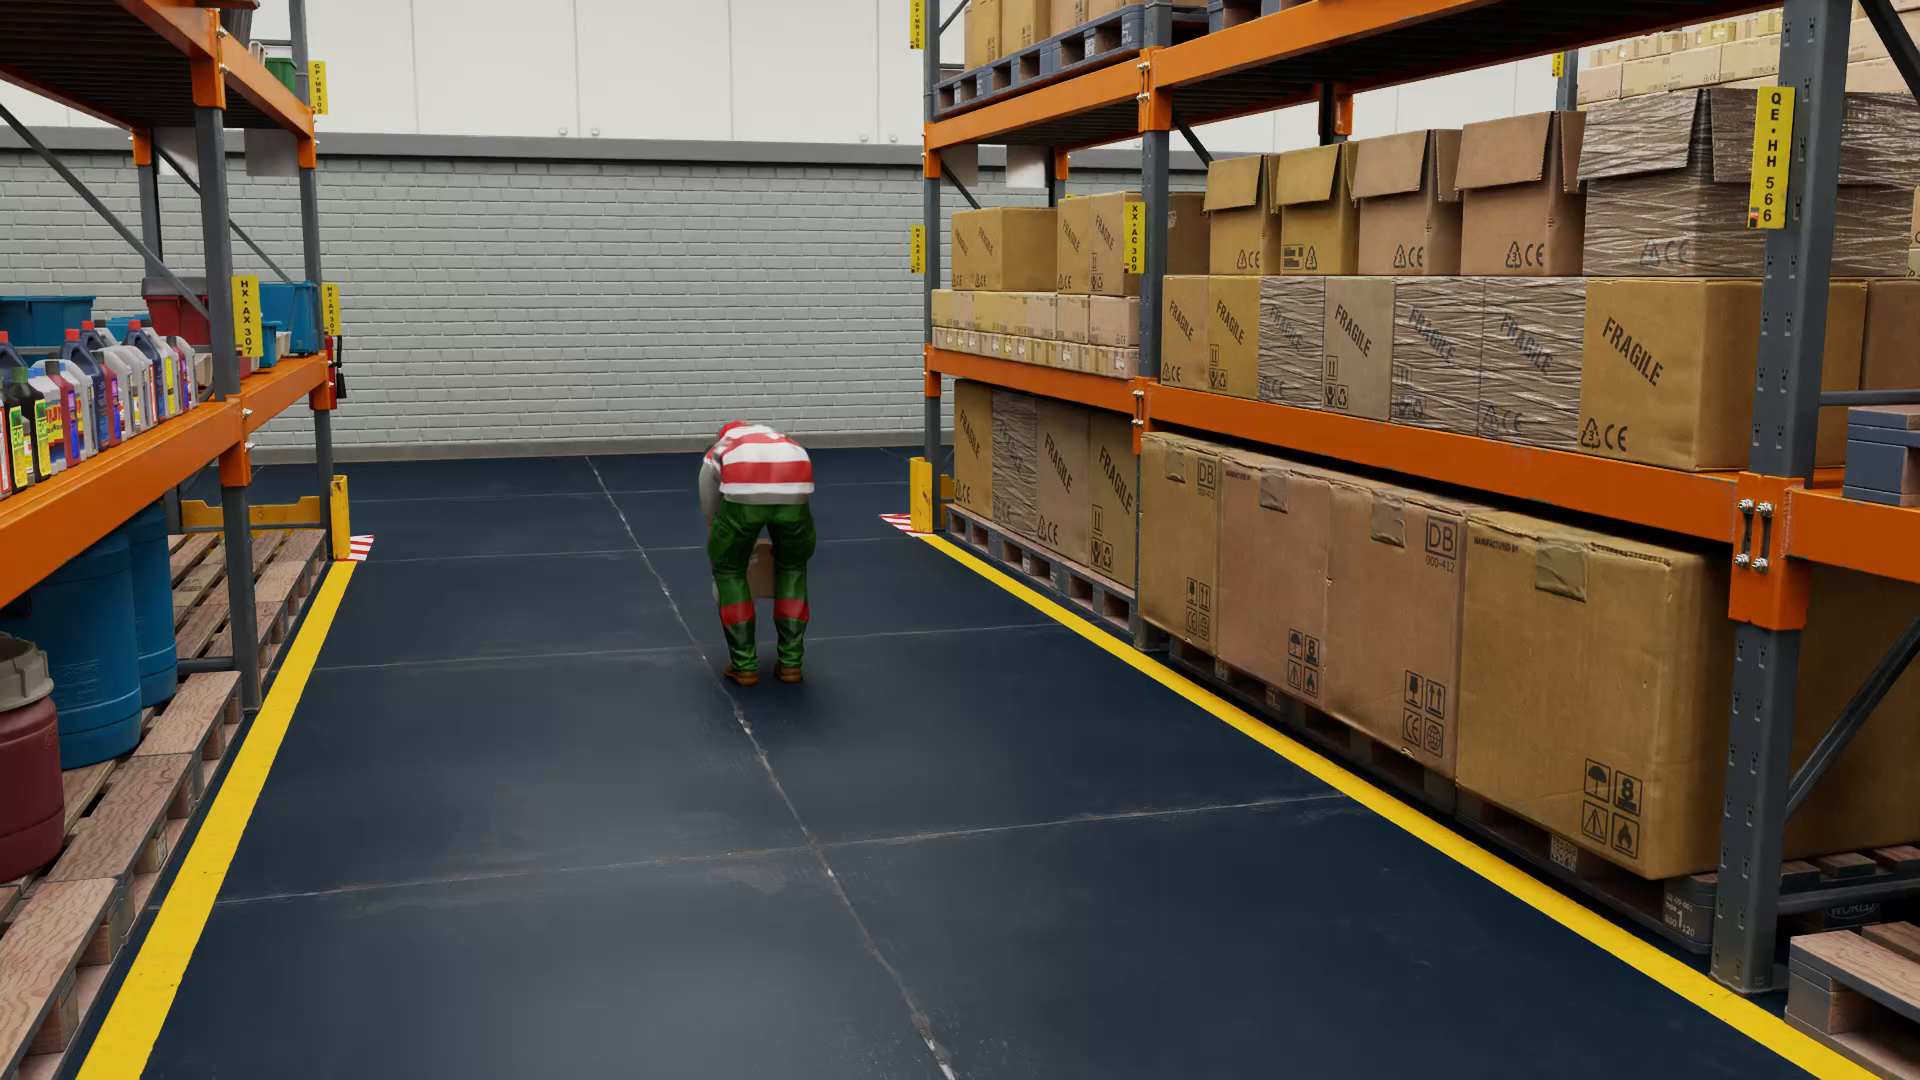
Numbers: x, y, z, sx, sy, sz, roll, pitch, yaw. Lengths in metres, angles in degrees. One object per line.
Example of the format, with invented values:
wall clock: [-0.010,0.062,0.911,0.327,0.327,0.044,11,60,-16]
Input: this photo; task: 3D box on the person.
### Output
person: [-0.940,0.041,7.606,0.485,1.128,0.962,-3,10,-18]
